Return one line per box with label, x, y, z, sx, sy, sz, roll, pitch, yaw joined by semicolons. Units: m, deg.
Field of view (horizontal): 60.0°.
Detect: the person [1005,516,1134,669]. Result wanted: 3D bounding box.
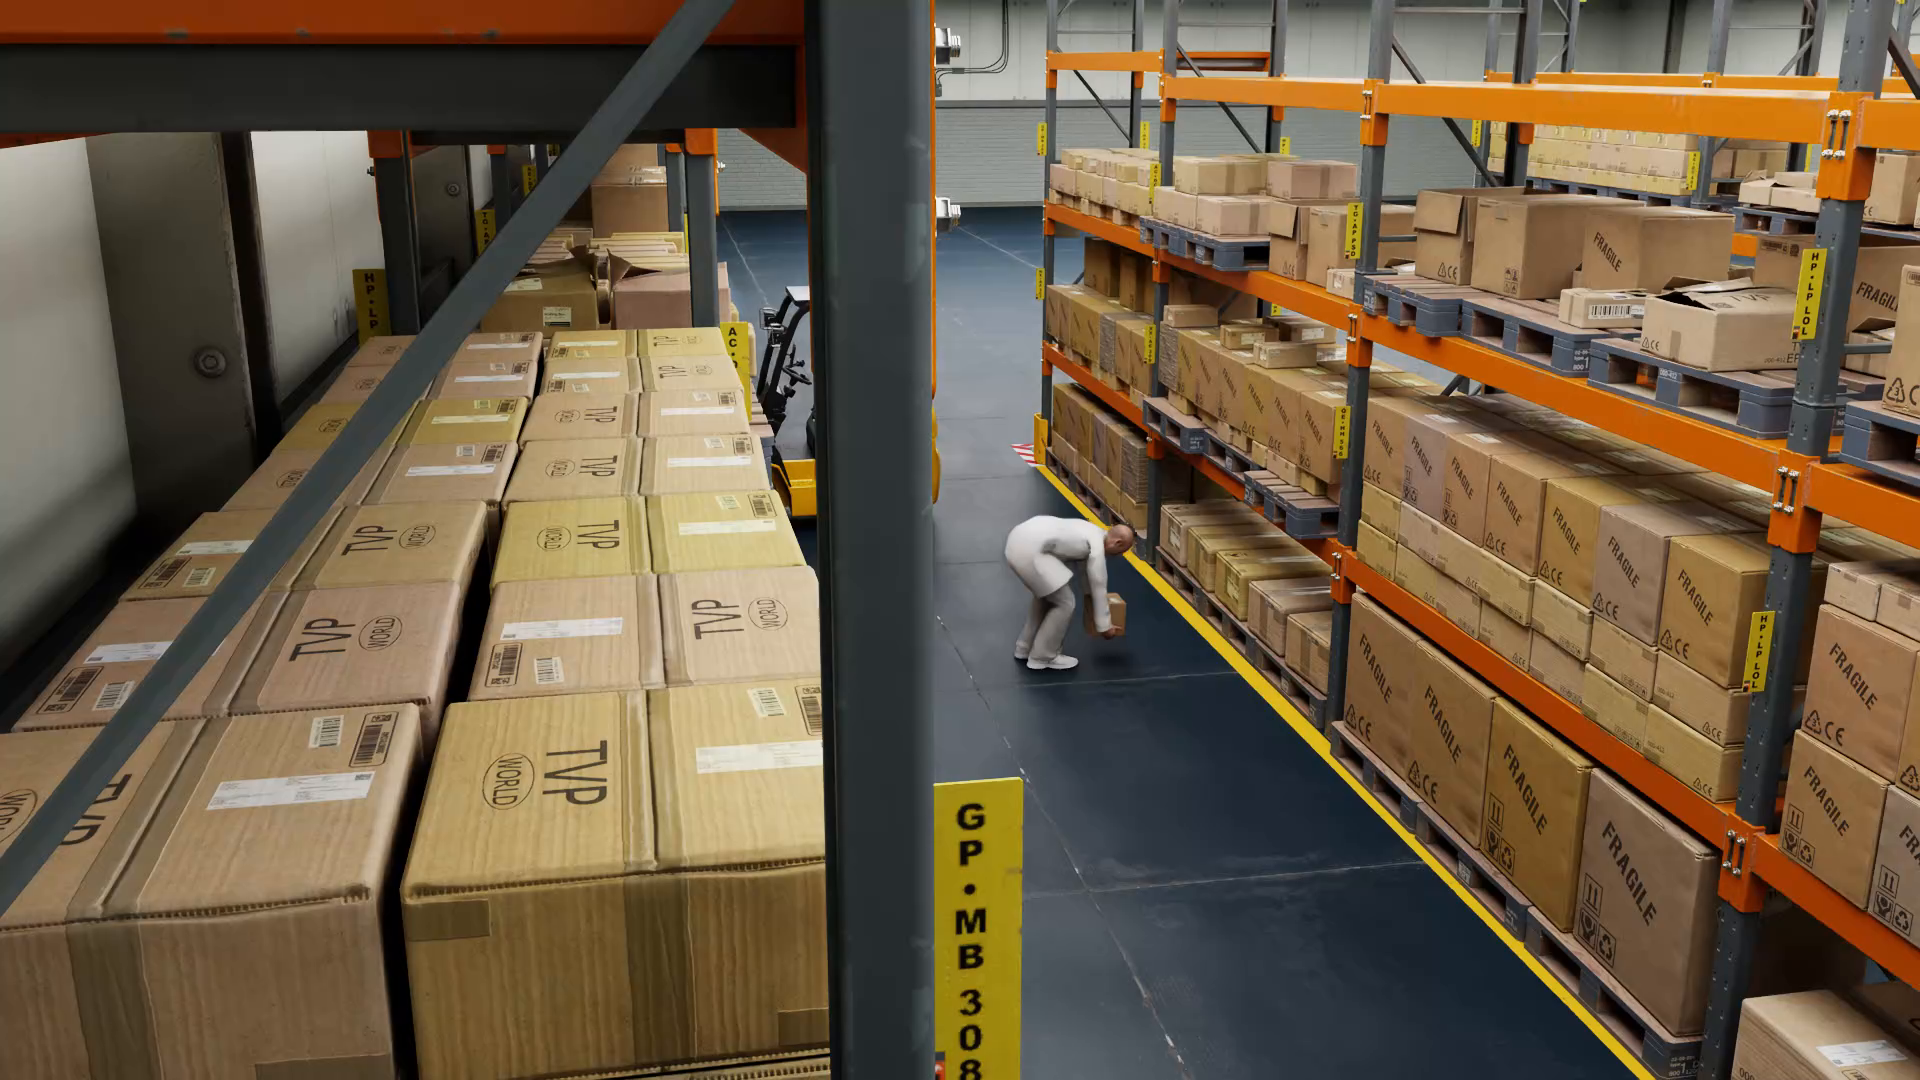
person;0.796;0.372;12.054;0.950;1.066;0.573;-4;17;-13
